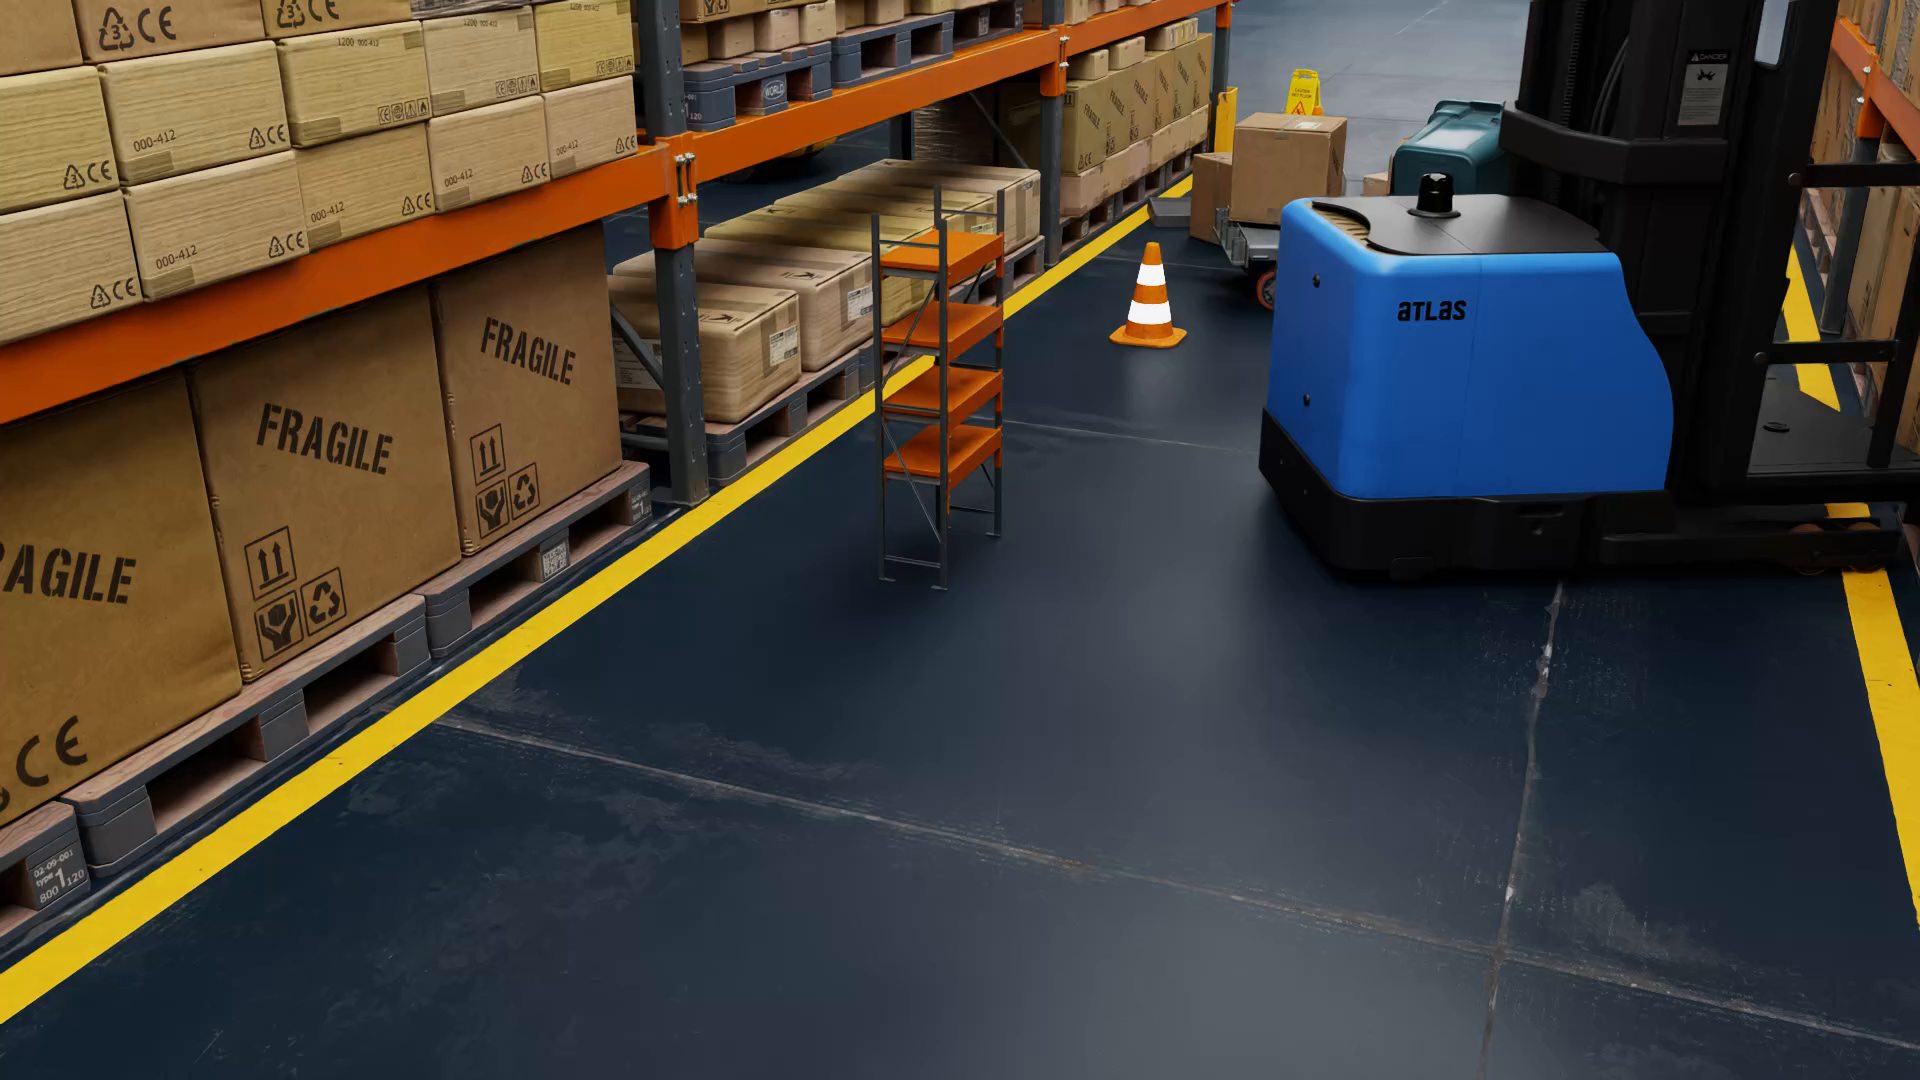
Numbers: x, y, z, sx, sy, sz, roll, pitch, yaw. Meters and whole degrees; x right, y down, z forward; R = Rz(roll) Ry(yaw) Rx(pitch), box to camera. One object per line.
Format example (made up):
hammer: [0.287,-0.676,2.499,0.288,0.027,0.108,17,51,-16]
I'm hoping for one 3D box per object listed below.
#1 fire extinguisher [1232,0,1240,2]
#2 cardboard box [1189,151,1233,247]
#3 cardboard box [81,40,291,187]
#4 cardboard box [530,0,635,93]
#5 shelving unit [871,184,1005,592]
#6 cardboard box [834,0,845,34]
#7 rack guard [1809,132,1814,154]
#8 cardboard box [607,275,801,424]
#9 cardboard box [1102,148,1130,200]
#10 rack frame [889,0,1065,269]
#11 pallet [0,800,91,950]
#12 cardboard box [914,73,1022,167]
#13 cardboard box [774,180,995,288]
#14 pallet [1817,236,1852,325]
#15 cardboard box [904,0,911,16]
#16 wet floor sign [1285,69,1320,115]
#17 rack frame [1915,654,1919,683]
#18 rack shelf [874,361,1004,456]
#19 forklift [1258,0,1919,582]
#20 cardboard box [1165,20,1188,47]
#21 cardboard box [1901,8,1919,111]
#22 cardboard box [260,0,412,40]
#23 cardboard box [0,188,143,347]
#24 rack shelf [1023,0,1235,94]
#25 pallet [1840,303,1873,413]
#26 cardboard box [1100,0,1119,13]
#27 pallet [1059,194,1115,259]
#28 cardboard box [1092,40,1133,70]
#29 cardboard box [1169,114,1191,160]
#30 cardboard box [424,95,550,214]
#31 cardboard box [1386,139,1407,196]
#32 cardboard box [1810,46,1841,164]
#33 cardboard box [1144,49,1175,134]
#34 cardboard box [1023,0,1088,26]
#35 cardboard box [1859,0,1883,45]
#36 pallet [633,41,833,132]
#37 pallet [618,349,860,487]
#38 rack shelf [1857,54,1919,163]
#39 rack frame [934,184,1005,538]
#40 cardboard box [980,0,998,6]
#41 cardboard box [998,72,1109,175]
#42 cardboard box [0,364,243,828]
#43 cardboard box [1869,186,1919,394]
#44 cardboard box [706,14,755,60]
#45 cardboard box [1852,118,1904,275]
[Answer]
fire extinguisher: [2.036,-4.389,12.466,0.296,0.674,0.183,9,24,20]
cardboard box: [1.741,-2.055,10.017,0.500,0.500,0.500,-12,25,-26]
cardboard box: [-1.901,-0.983,3.757,0.500,0.250,0.500,8,24,18]
cardboard box: [-1.350,-1.539,5.088,0.500,0.250,0.500,9,24,20]
shelving unit: [-0.061,-0.494,5.377,0.258,1.200,0.503,9,24,20]
cardboard box: [-0.693,-2.135,6.750,0.380,0.149,0.250,10,25,23]
rack guard: [6.208,-2.632,11.403,1.175,0.500,0.348,9,24,20]
cardboard box: [-1.187,-0.769,6.563,0.950,0.372,0.625,7,24,16]
cardboard box: [0.738,-2.308,10.407,0.500,0.250,0.500,10,25,23]
rack frame: [0.080,-3.018,9.084,1.000,3.000,0.127,9,24,20]
pallet: [-2.675,0.844,3.455,1.003,0.211,1.213,9,24,20]
cardboard box: [0.051,-2.539,9.987,0.500,0.500,0.500,8,24,19]
cardboard box: [-0.376,-1.554,8.442,0.950,0.372,0.625,10,25,23]
pallet: [5.069,-1.320,8.636,1.003,0.211,1.213,9,24,20]
cardboard box: [-0.440,-2.430,7.456,0.380,0.149,0.250,8,24,18]
wet floor sign: [2.630,-3.278,12.761,0.267,0.644,0.232,19,29,38]
rack frame: [3.228,-0.914,4.047,1.000,3.000,0.127,9,24,20]
rack shelf: [-0.061,-0.432,5.403,0.258,0.148,0.480,9,24,20]
forklift: [2.660,-1.437,5.387,3.031,2.935,1.130,-2,23,-5]
cardboard box: [1.340,-3.465,11.363,0.380,0.149,0.250,9,24,21]
cardboard box: [3.893,-1.883,6.236,0.500,0.500,0.500,9,24,20]
cardboard box: [-1.728,-1.510,4.047,0.500,0.500,0.500,9,24,20]
cardboard box: [-2.087,-0.572,3.423,0.500,0.250,0.500,9,24,20]
rack shelf: [0.823,-3.402,10.936,1.077,0.370,4.000,9,24,20]
pallet: [4.497,-0.772,7.325,1.003,0.211,1.213,9,24,20]
cardboard box: [0.735,-3.250,9.965,0.380,0.149,0.250,10,25,22]
pallet: [0.297,-1.977,10.209,1.003,0.211,1.213,9,24,20]
cardboard box: [0.841,-2.981,10.204,0.380,0.149,0.250,10,25,22]
cardboard box: [1.316,-2.863,11.734,0.500,0.250,0.500,9,24,20]
cardboard box: [-1.528,-1.114,4.721,0.500,0.250,0.500,9,24,21]
cardboard box: [2.924,-2.034,9.789,0.797,0.637,0.503,9,24,20]
cardboard box: [6.009,-2.738,10.626,0.875,0.875,0.875,9,24,20]
cardboard box: [1.126,-3.030,11.161,0.500,0.500,0.500,8,24,19]
cardboard box: [0.495,-2.969,9.292,0.380,0.149,0.250,9,24,20]
cardboard box: [5.023,-2.749,8.244,0.875,0.550,0.550,9,24,20]
pallet: [-1.240,-1.769,6.341,1.213,0.211,1.003,9,24,20]
pallet: [-1.114,-0.580,6.864,1.003,0.211,1.213,9,24,20]
rack shelf: [3.971,-1.298,5.899,1.077,0.370,4.000,9,24,20]
rack frame: [0.029,-0.582,5.586,0.240,1.200,0.015,9,24,20]
cardboard box: [-0.032,-2.683,8.063,0.380,0.149,0.250,8,24,19]
cardboard box: [0.550,-2.462,9.801,0.500,0.500,0.500,10,25,23]
cardboard box: [-2.407,0.074,3.894,0.875,0.875,0.875,10,24,22]
cardboard box: [4.205,-0.922,6.439,1.050,0.750,0.750,9,24,20]
cardboard box: [-0.976,-1.851,6.070,0.380,0.149,0.250,7,24,17]
cardboard box: [5.012,-1.774,8.317,0.875,0.875,0.875,9,24,21]
